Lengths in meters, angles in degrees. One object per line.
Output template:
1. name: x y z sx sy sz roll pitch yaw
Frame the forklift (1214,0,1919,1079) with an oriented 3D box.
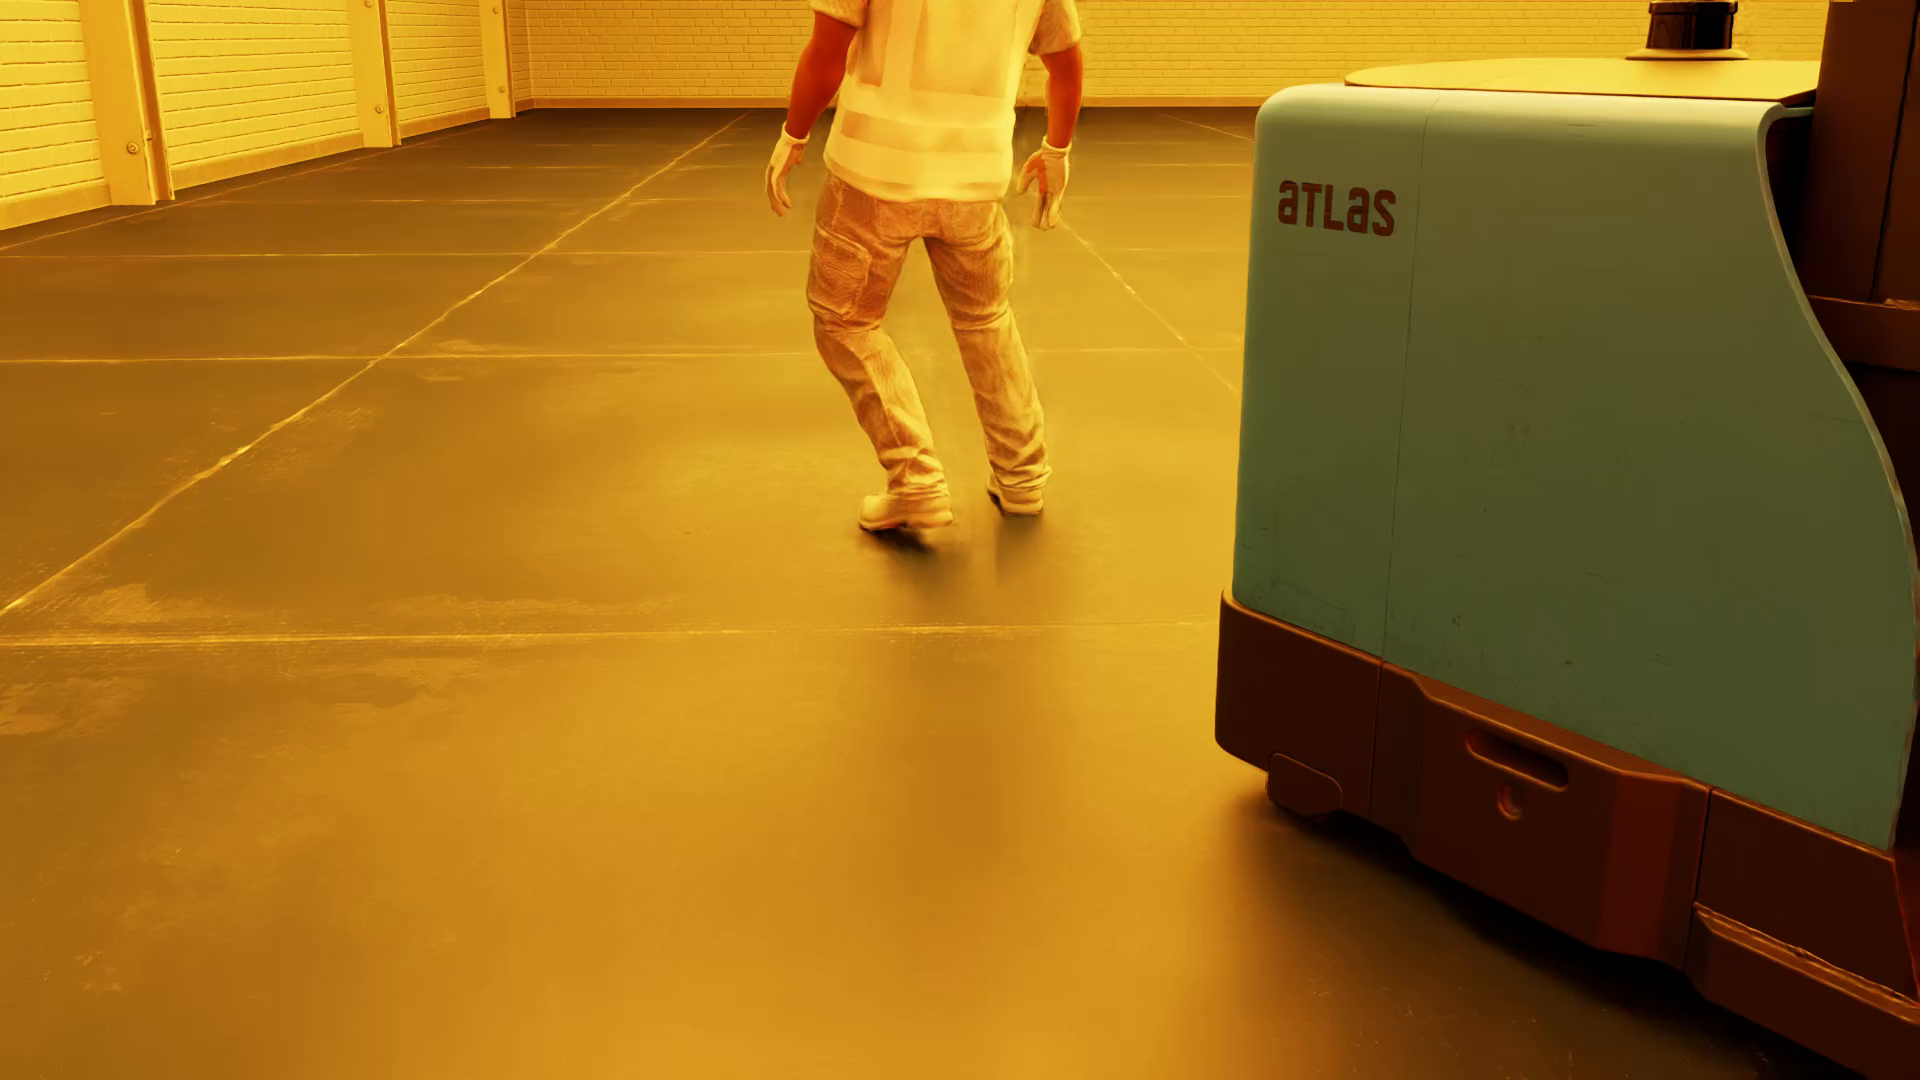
1. forklift: 1.663 -0.749 1.358 1.130 2.935 3.031 -12 21 -33

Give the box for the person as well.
1. person: -0.051 -0.856 3.779 0.773 1.727 0.523 -9 19 -28
